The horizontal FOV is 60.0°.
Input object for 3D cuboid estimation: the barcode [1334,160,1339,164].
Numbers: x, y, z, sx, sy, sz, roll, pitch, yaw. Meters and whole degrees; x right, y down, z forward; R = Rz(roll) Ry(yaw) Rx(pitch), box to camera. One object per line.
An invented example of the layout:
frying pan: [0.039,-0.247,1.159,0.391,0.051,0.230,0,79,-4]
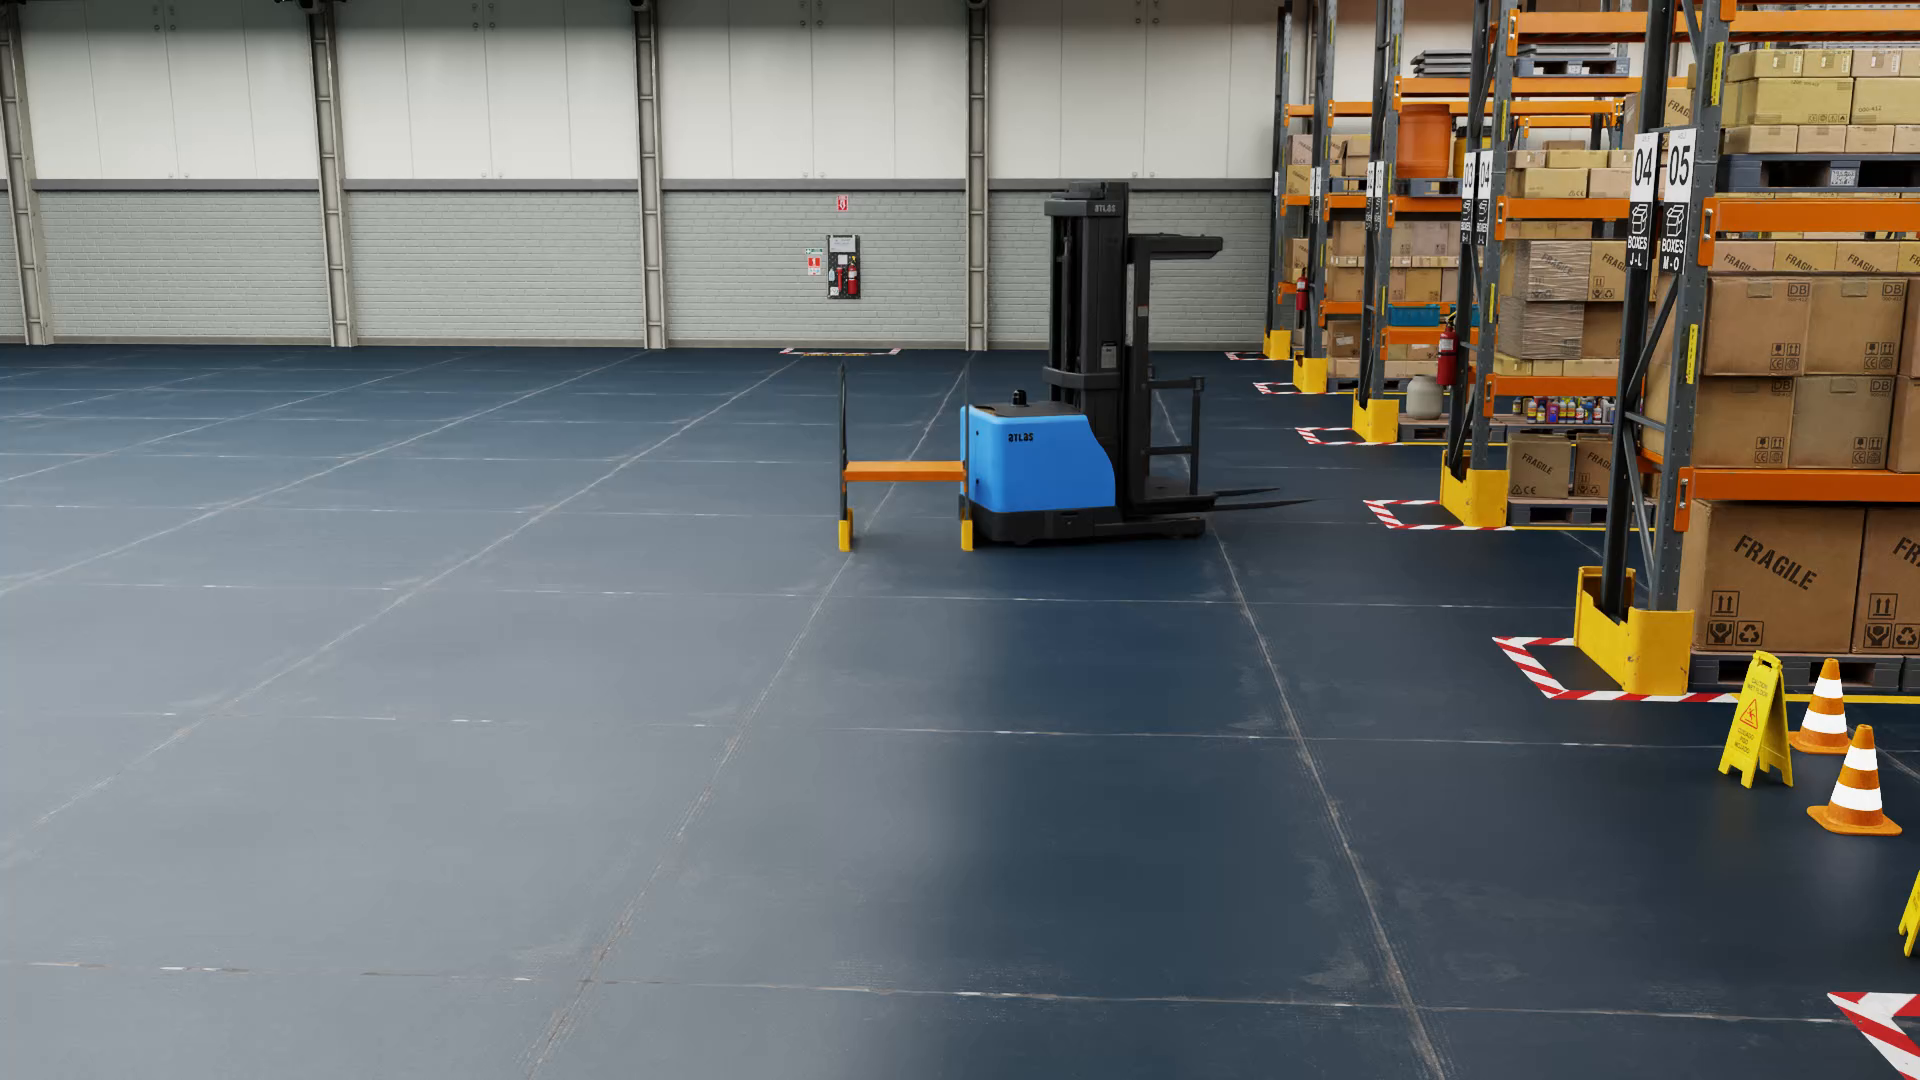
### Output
barcode: [5.547,-5.569,24.489,0.075,0.075,0.001,1,12,4]

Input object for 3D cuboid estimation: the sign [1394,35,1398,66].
sign: [4.838,-5.432,18.437,0.005,0.325,0.100,1,12,4]

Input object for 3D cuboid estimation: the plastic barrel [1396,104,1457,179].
plastic barrel: [5.372,-4.613,19.265,0.708,0.830,0.600,1,12,4]

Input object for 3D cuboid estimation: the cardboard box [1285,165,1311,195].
cardboard box: [5.858,-6.205,28.657,0.500,0.500,0.500,1,12,5]

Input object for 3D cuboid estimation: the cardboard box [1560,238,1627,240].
cardboard box: [5.612,-2.419,14.765,0.500,0.500,0.500,1,12,4]

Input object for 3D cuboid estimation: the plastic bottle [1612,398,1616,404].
plastic bottle: [7.675,-1.519,19.435,0.133,0.283,0.061,1,12,4]

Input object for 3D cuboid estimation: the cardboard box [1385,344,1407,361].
cardboard box: [6.233,-2.889,24.283,0.500,0.500,0.500,1,12,4]

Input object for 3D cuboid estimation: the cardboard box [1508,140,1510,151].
cardboard box: [7.570,-5.508,23.999,0.637,0.503,0.797,2,12,10]

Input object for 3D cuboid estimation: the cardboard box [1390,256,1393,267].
cardboard box: [6.103,-4.032,24.059,0.250,0.149,0.380,1,12,4]

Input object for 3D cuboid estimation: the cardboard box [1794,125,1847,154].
cardboard box: [4.691,-2.212,9.206,0.250,0.149,0.380,1,12,4]

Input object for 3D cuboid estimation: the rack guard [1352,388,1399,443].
rack guard: [4.958,-1.495,19.864,0.348,0.500,1.175,1,12,4]

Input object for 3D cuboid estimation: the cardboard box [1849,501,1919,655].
cardboard box: [5.675,0.156,10.032,0.875,0.875,0.875,1,12,3]

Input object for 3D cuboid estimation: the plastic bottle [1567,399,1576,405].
plastic bottle: [7.330,-1.582,19.936,0.097,0.201,0.097,0,12,0]

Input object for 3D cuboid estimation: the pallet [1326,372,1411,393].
pallet: [5.979,-2.355,24.681,1.213,0.211,1.003,1,12,4]

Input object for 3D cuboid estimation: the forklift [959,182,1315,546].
forklift: [1.563,-1.541,14.145,3.031,2.935,1.130,-4,12,-17]

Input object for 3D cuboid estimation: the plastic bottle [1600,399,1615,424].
plastic bottle: [7.532,-1.497,19.348,0.135,0.276,0.152,1,12,5]

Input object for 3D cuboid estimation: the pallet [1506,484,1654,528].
pallet: [5.432,-0.314,14.923,1.213,0.211,1.003,1,12,4]

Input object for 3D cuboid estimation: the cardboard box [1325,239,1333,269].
cardboard box: [6.489,-4.961,28.812,0.500,0.500,0.500,1,12,4]

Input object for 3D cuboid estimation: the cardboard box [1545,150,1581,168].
cardboard box: [5.059,-3.214,14.042,0.250,0.149,0.380,1,12,5]

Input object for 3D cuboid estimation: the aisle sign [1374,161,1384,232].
aisle sign: [4.787,-3.924,19.019,0.004,0.787,0.394,1,12,4]

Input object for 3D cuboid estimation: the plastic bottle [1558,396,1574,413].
plastic bottle: [7.294,-1.681,20.042,0.185,0.351,0.144,1,12,6]

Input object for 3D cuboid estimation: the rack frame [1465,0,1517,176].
rack frame: [4.548,-4.635,14.116,0.127,3.000,1.000,1,12,4]

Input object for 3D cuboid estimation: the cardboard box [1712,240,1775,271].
cardboard box: [6.575,-2.298,14.187,0.500,0.500,0.500,1,12,4]

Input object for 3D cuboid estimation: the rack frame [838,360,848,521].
rack frame: [-0.958,-0.701,13.628,0.032,1.500,0.500,0,12,0]

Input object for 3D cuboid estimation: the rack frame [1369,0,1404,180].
rack frame: [4.879,-5.646,18.953,0.127,3.000,1.000,1,12,4]

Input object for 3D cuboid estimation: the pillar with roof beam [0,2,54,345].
pillar with roof beam: [-17.937,-7.286,26.793,0.548,9.000,9.100,1,12,4]

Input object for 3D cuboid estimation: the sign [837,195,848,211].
sign: [-2.154,-6.180,30.493,0.199,0.298,0.001,1,12,4]

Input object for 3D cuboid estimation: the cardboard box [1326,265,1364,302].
cardboard box: [5.678,-3.762,24.351,0.500,0.500,0.700,1,12,4]

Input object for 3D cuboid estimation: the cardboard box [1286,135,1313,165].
cardboard box: [5.909,-6.695,28.558,0.500,0.500,0.500,0,12,0]

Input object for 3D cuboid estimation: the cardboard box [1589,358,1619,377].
cardboard box: [5.564,-1.510,14.442,0.250,0.149,0.380,1,12,4]

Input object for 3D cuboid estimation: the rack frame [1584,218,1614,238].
rack frame: [9.205,-3.667,24.143,0.127,3.000,1.000,1,12,4]

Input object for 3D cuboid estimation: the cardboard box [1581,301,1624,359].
cardboard box: [5.602,-1.897,14.711,0.500,0.500,0.875,1,12,4]

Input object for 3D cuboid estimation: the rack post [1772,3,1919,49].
rack post: [10.840,-5.680,18.626,3.121,1.000,1.013,1,12,4]

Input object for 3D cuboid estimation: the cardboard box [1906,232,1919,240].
cardboard box: [16.012,-5.111,28.195,0.500,0.250,0.500,1,12,5]

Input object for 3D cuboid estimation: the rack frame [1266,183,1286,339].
rack frame: [5.541,-4.734,29.243,0.127,3.000,1.000,1,12,4]

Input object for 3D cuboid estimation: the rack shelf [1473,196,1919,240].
rack shelf: [6.543,-2.787,14.366,4.000,0.370,1.077,1,12,4]

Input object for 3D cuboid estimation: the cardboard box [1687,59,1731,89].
cardboard box: [4.474,-2.741,9.786,0.250,0.149,0.380,1,12,4]

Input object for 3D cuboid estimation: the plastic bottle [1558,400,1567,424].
plastic bottle: [7.009,-1.497,19.356,0.097,0.271,0.097,0,12,0]

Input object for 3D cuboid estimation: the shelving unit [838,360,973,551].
shelving unit: [-0.441,-0.702,13.631,1.083,1.500,0.587,0,12,0]

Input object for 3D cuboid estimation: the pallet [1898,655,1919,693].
pallet: [6.133,0.691,10.120,1.213,0.211,1.003,1,12,4]

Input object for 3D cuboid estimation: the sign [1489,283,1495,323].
sign: [4.512,-2.011,14.111,0.005,0.325,0.100,1,12,4]

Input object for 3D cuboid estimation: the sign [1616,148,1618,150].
sign: [9.169,-5.314,23.232,0.005,0.325,0.100,1,12,4]

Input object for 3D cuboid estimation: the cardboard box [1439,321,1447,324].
cardboard box: [7.266,-2.984,24.737,0.500,0.500,0.500,1,12,4]

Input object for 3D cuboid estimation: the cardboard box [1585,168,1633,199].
cardboard box: [5.526,-3.028,14.126,0.500,0.250,0.500,1,12,2]

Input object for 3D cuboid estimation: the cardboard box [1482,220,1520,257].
cardboard box: [7.758,-4.369,24.088,0.500,0.500,0.700,1,12,4]

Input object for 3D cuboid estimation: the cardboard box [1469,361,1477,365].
cardboard box: [7.230,-2.508,24.291,0.500,0.250,0.500,1,12,4]

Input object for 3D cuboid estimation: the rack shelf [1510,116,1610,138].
rack shelf: [11.527,-7.040,28.350,4.000,0.370,1.077,1,12,4]

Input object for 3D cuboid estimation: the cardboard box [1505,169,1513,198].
cardboard box: [5.046,-3.138,14.655,0.500,0.250,0.500,1,12,5]

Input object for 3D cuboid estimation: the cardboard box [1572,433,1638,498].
cardboard box: [5.768,-0.667,14.880,0.500,0.500,0.500,4,12,19]
